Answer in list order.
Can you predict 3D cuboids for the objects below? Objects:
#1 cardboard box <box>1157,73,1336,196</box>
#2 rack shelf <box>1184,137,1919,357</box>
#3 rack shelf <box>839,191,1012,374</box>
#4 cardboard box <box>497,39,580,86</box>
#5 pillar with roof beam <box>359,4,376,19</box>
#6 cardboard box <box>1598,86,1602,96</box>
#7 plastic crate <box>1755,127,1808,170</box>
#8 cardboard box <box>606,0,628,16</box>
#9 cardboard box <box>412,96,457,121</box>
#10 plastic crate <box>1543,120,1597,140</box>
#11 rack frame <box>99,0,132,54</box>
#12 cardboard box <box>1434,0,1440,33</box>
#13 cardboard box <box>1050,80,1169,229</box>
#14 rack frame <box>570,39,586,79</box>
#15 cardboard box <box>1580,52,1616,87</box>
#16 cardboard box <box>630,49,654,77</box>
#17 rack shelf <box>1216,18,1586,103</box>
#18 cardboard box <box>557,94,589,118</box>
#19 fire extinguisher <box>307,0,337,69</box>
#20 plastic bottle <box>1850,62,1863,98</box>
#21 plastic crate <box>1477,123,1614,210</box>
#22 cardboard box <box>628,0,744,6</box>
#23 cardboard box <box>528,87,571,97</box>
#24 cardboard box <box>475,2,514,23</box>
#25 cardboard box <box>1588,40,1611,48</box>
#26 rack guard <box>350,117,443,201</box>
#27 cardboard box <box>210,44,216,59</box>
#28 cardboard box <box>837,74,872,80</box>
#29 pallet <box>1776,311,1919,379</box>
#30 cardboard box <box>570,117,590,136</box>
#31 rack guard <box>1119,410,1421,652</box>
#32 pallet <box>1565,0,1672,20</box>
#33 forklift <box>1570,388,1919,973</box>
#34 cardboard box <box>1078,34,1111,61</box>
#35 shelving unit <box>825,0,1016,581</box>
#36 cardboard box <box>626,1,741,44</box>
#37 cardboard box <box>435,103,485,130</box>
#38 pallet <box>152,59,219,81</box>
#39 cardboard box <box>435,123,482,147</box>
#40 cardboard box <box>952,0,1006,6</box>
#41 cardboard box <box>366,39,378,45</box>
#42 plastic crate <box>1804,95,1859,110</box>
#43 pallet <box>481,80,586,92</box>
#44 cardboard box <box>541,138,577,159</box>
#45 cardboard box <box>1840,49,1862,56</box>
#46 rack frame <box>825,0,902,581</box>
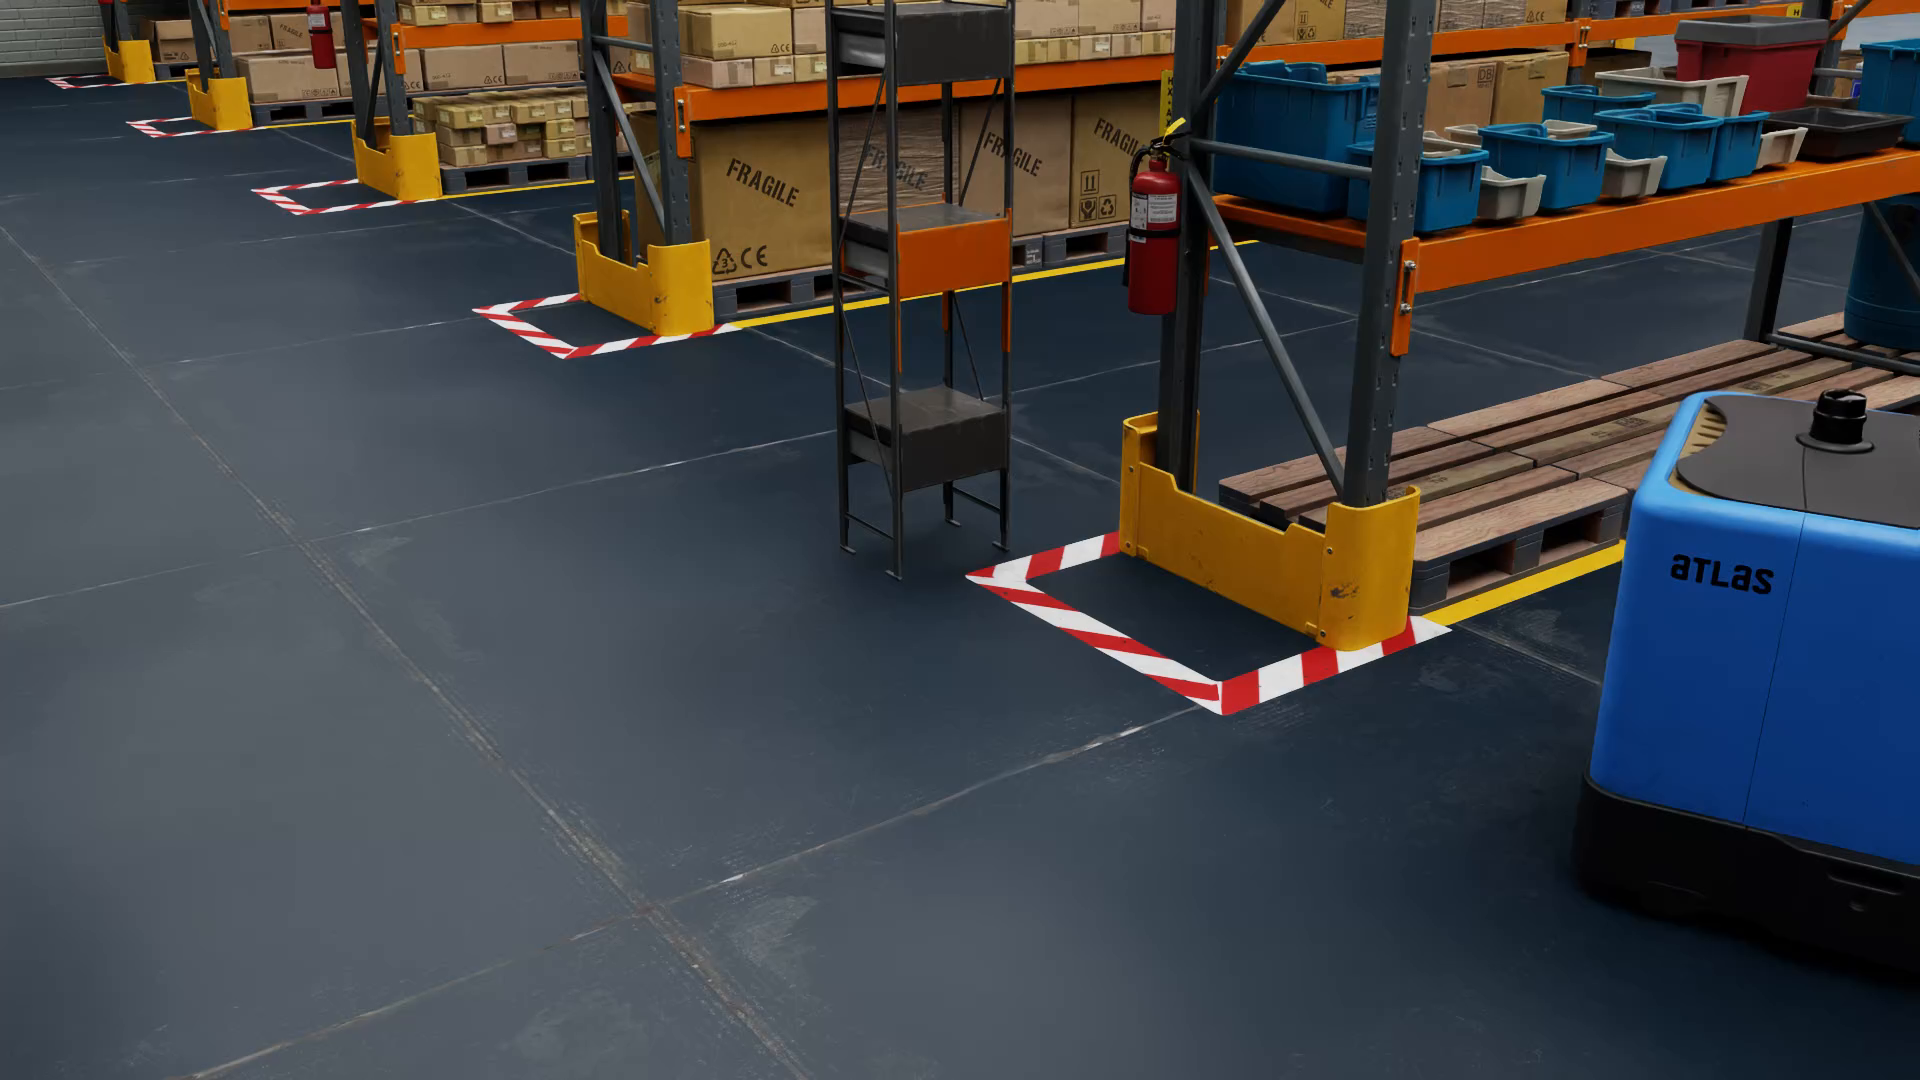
[{"bbox_3d":[1.932,-2.947,12.034,0.875,0.875,1.225,-15,26,-33],"label":"cardboard box"},{"bbox_3d":[2.693,-1.337,6.670,4.000,0.370,1.077,-15,26,-33],"label":"rack shelf"},{"bbox_3d":[-0.134,-0.927,5.922,0.480,0.518,0.431,-15,26,-33],"label":"rack shelf"},{"bbox_3d":[-4.936,-5.477,18.964,0.875,0.438,0.875,-15,26,-34],"label":"cardboard box"},{"bbox_3d":[-5.843,-9.679,18.511,0.400,9.000,9.100,-15,26,-33],"label":"pillar with roof beam"},{"bbox_3d":[5.203,-3.654,14.285,0.500,0.500,0.700,-17,27,-36],"label":"cardboard box"},{"bbox_3d":[3.079,-1.542,6.488,0.466,0.136,0.293,-15,26,-33],"label":"plastic crate"},{"bbox_3d":[-2.947,-4.450,13.840,0.250,0.149,0.380,-14,26,-31],"label":"cardboard box"},{"bbox_3d":[-4.356,-3.580,13.798,0.250,0.149,0.380,-15,26,-32],"label":"cardboard box"},{"bbox_3d":[2.311,-1.570,6.558,0.250,0.136,0.298,-15,26,-33],"label":"plastic crate"},{"bbox_3d":[-10.513,-7.202,20.397,0.127,3.000,1.000,-15,26,-33],"label":"rack frame"},{"bbox_3d":[3.174,-3.995,12.227,0.500,0.500,0.500,-14,26,-32],"label":"cardboard box"},{"bbox_3d":[0.841,-2.683,11.374,0.875,0.875,0.875,-15,26,-33],"label":"cardboard box"},{"bbox_3d":[-4.364,-6.575,18.827,0.127,3.000,1.000,-15,26,-33],"label":"rack frame"},{"bbox_3d":[5.197,-4.005,14.154,0.500,0.250,0.500,-14,26,-31],"label":"cardboard box"},{"bbox_3d":[-1.726,-2.788,9.674,0.250,0.149,0.380,-14,26,-32],"label":"cardboard box"},{"bbox_3d":[3.047,-3.693,12.574,4.000,0.370,1.077,-15,26,-33],"label":"rack shelf"},{"bbox_3d":[-3.198,-3.648,13.969,0.250,0.149,0.380,-14,26,-31],"label":"cardboard box"},{"bbox_3d":[-5.112,-4.117,13.275,0.183,0.674,0.296,-15,26,-33],"label":"fire extinguisher"},{"bbox_3d":[4.448,-2.229,8.102,0.135,0.276,0.152,-15,26,-33],"label":"plastic bottle"},{"bbox_3d":[1.997,-1.285,5.714,0.300,0.233,0.416,-15,26,-33],"label":"plastic crate"},{"bbox_3d":[-1.581,-3.329,9.482,0.500,0.500,0.500,-15,26,-32],"label":"cardboard box"},{"bbox_3d":[-3.550,-3.823,14.408,0.250,0.149,0.380,-14,26,-31],"label":"cardboard box"},{"bbox_3d":[-3.751,-4.207,13.230,0.250,0.149,0.380,-16,27,-34],"label":"cardboard box"},{"bbox_3d":[7.838,-6.747,21.557,0.875,0.875,0.875,-15,26,-33],"label":"cardboard box"},{"bbox_3d":[-4.576,-3.098,13.484,0.348,0.500,1.175,-15,26,-33],"label":"rack guard"},{"bbox_3d":[-9.593,-6.257,21.309,0.250,0.149,0.380,-16,27,-35],"label":"cardboard box"},{"bbox_3d":[-0.716,-2.757,9.598,0.250,0.149,0.380,-15,26,-34],"label":"cardboard box"},{"bbox_3d":[4.967,-0.963,8.525,1.213,0.211,1.003,-15,26,-33],"label":"pallet"},{"bbox_3d":[-3.229,-3.518,14.044,0.250,0.149,0.380,-16,27,-35],"label":"cardboard box"},{"bbox_3d":[1.058,-0.068,5.892,0.348,0.500,1.175,-15,26,-33],"label":"rack guard"},{"bbox_3d":[5.187,-4.557,14.027,1.003,0.211,1.213,-15,26,-33],"label":"pallet"},{"bbox_3d":[3.078,-0.368,3.363,3.031,2.935,1.130,12,24,27],"label":"forklift"},{"bbox_3d":[0.742,-3.146,10.571,0.250,0.149,0.380,-14,26,-32],"label":"cardboard box"},{"bbox_3d":[-0.134,-0.939,5.917,0.503,2.100,0.431,-15,26,-33],"label":"shelving unit"},{"bbox_3d":[-1.585,-2.981,9.621,0.500,0.250,0.500,-15,26,-34],"label":"cardboard box"},{"bbox_3d":[-4.014,-3.401,13.348,0.250,0.149,0.380,-16,27,-35],"label":"cardboard box"},{"bbox_3d":[-9.804,-6.096,21.389,1.213,0.211,1.003,-15,26,-33],"label":"pallet"},{"bbox_3d":[-4.063,-3.287,13.466,0.250,0.149,0.380,-14,26,-31],"label":"cardboard box"},{"bbox_3d":[-0.027,-3.156,10.059,0.500,0.250,0.500,-16,27,-34],"label":"cardboard box"},{"bbox_3d":[-7.836,-6.707,22.279,0.258,0.266,0.396,-14,26,-31],"label":"cardboard box"},{"bbox_3d":[3.855,-1.951,7.514,0.243,0.136,0.396,-15,26,-33],"label":"plastic crate"},{"bbox_3d":[-5.027,-5.139,18.990,1.213,0.211,1.003,-15,26,-33],"label":"pallet"},{"bbox_3d":[-3.392,-3.290,13.873,0.250,0.149,0.380,-15,26,-32],"label":"cardboard box"},{"bbox_3d":[9.184,-4.718,16.979,0.500,0.500,0.500,-18,28,-37],"label":"cardboard box"},{"bbox_3d":[-0.332,-0.887,5.785,0.015,2.100,0.400,-15,26,-33],"label":"rack frame"}]
